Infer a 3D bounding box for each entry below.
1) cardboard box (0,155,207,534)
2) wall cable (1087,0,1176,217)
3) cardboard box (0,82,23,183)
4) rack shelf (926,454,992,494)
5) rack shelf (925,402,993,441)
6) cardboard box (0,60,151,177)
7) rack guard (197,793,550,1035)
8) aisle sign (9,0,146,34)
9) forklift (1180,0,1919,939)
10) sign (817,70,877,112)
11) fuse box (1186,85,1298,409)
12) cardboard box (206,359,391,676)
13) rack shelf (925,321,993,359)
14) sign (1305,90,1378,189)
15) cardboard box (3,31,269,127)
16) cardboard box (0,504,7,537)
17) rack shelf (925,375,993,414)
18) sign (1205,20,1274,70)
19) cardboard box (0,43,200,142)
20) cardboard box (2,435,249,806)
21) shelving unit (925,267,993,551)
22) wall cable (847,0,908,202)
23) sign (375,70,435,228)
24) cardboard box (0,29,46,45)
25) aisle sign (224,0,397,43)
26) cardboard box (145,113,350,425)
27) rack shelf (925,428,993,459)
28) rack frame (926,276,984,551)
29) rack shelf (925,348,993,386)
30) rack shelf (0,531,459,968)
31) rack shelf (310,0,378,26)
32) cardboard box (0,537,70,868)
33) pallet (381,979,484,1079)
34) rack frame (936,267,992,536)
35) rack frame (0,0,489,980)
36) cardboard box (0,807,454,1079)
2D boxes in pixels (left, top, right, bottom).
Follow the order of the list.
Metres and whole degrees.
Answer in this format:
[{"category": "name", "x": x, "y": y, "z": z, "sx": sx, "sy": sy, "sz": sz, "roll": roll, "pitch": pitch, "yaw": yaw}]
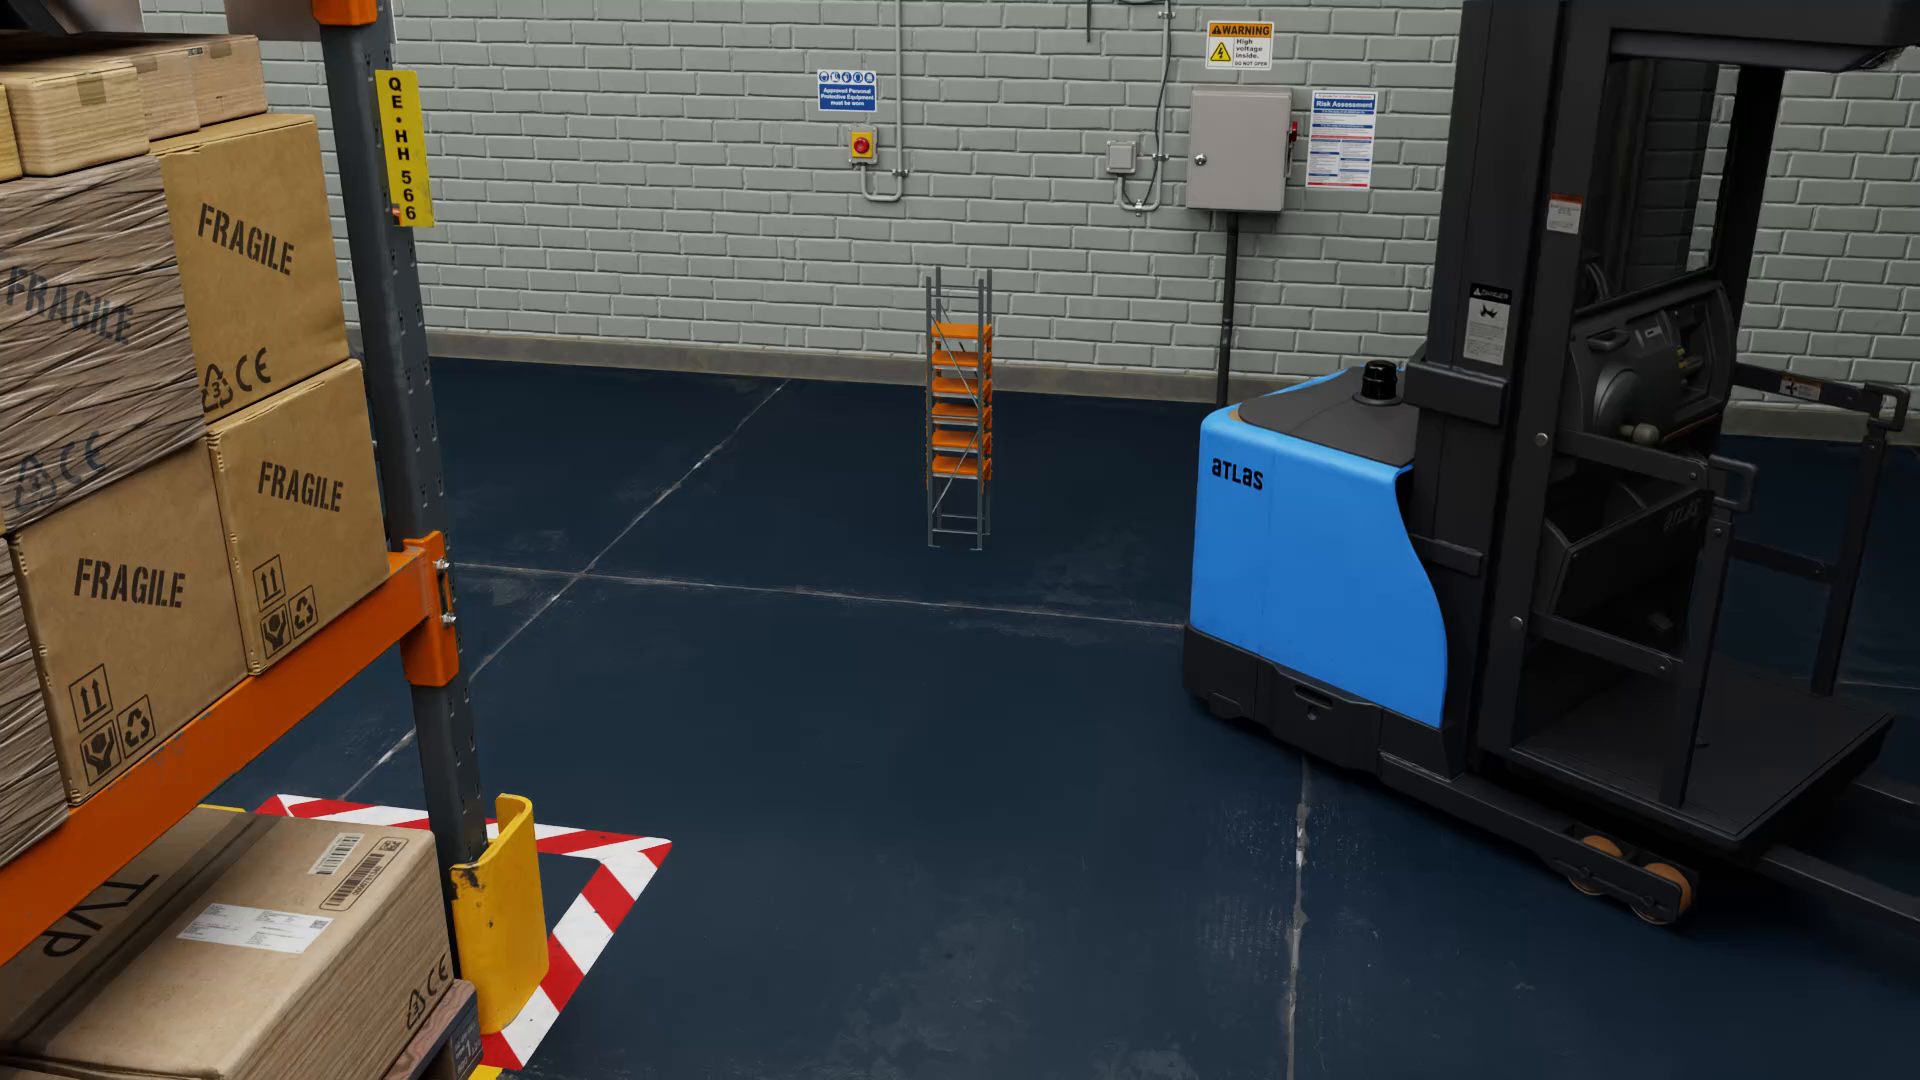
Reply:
[{"category": "cardboard box", "x": -1.650, "y": -0.349, "z": 2.732, "sx": 0.500, "sy": 0.500, "sz": 0.500, "roll": 5, "pitch": 22, "yaw": 11}, {"category": "wall cable", "x": 0.811, "y": -2.658, "z": 8.577, "sx": 0.588, "sy": 1.984, "sz": 0.122, "roll": 4, "pitch": 22, "yaw": 11}, {"category": "cardboard box", "x": -1.675, "y": -0.606, "z": 2.503, "sx": 0.380, "sy": 0.149, "sz": 0.250, "roll": 5, "pitch": 22, "yaw": 12}, {"category": "rack shelf", "x": -0.003, "y": -0.287, "z": 7.223, "sx": 0.258, "sy": 0.103, "sz": 0.180, "roll": 4, "pitch": 22, "yaw": 11}, {"category": "rack shelf", "x": -0.003, "y": -0.510, "z": 7.133, "sx": 0.258, "sy": 0.103, "sz": 0.180, "roll": 4, "pitch": 22, "yaw": 11}, {"category": "cardboard box", "x": -1.583, "y": -0.695, "z": 2.724, "sx": 0.380, "sy": 0.149, "sz": 0.250, "roll": 4, "pitch": 22, "yaw": 10}, {"category": "rack guard", "x": -1.702, "y": 0.924, "z": 4.389, "sx": 1.175, "sy": 0.500, "sz": 0.348, "roll": 4, "pitch": 22, "yaw": 11}, {"category": "aisle sign", "x": -1.976, "y": -1.481, "z": 3.535, "sx": 0.394, "sy": 0.787, "sz": 0.004, "roll": 4, "pitch": 22, "yaw": 11}, {"category": "forklift", "x": 2.142, "y": -0.498, "z": 4.667, "sx": 1.130, "sy": 2.935, "sz": 3.031, "roll": -19, "pitch": 29, "yaw": -39}, {"category": "sign", "x": -0.614, "y": -2.442, "z": 9.039, "sx": 0.327, "sy": 0.218, "sz": 0.001, "roll": 4, "pitch": 22, "yaw": 11}, {"category": "fuse box", "x": 1.447, "y": -1.479, "z": 8.736, "sx": 0.539, "sy": 1.711, "sz": 0.414, "roll": 4, "pitch": 22, "yaw": 11}, {"category": "cardboard box", "x": -1.547, "y": -0.076, "z": 3.393, "sx": 0.500, "sy": 0.500, "sz": 0.500, "roll": 5, "pitch": 22, "yaw": 11}, {"category": "rack shelf", "x": -0.003, "y": -0.844, "z": 6.998, "sx": 0.258, "sy": 0.103, "sz": 0.180, "roll": 4, "pitch": 22, "yaw": 11}, {"category": "sign", "x": 1.973, "y": -2.071, "z": 8.607, "sx": 0.329, "sy": 0.494, "sz": 0.001, "roll": 4, "pitch": 22, "yaw": 11}, {"category": "cardboard box", "x": -1.584, "y": -0.891, "z": 3.210, "sx": 0.380, "sy": 0.149, "sz": 0.250, "roll": 5, "pitch": 22, "yaw": 12}, {"category": "cardboard box", "x": -1.755, "y": -0.168, "z": 2.283, "sx": 0.500, "sy": 0.500, "sz": 0.500, "roll": 4, "pitch": 22, "yaw": 11}, {"category": "rack shelf", "x": -0.003, "y": -0.621, "z": 7.088, "sx": 0.258, "sy": 0.103, "sz": 0.180, "roll": 4, "pitch": 22, "yaw": 11}, {"category": "sign", "x": 1.435, "y": -2.540, "z": 8.539, "sx": 0.339, "sy": 0.242, "sz": 0.001, "roll": 4, "pitch": 22, "yaw": 11}, {"category": "cardboard box", "x": -1.613, "y": -0.796, "z": 2.975, "sx": 0.380, "sy": 0.149, "sz": 0.250, "roll": 5, "pitch": 22, "yaw": 12}, {"category": "cardboard box", "x": -1.664, "y": 0.106, "z": 2.940, "sx": 0.500, "sy": 0.500, "sz": 0.500, "roll": 4, "pitch": 22, "yaw": 10}, {"category": "shelving unit", "x": -0.003, "y": -0.551, "z": 7.116, "sx": 0.258, "sy": 1.200, "sz": 0.189, "roll": 4, "pitch": 22, "yaw": 11}, {"category": "wall cable", "x": -0.580, "y": -2.776, "z": 8.829, "sx": 0.585, "sy": 1.953, "sz": 0.123, "roll": 4, "pitch": 22, "yaw": 11}, {"category": "sign", "x": -1.179, "y": -0.827, "z": 3.524, "sx": 0.100, "sy": 0.325, "sz": 0.005, "roll": 4, "pitch": 22, "yaw": 11}, {"category": "cardboard box", "x": -2.051, "y": -0.929, "z": 3.304, "sx": 0.380, "sy": 0.149, "sz": 0.250, "roll": 5, "pitch": 22, "yaw": 12}, {"category": "aisle sign", "x": -1.389, "y": -1.435, "z": 3.421, "sx": 0.394, "sy": 0.787, "sz": 0.004, "roll": 4, "pitch": 22, "yaw": 11}, {"category": "cardboard box", "x": -1.573, "y": -0.542, "z": 3.212, "sx": 0.500, "sy": 0.500, "sz": 0.500, "roll": 5, "pitch": 23, "yaw": 13}, {"category": "rack shelf", "x": -0.003, "y": -0.399, "z": 7.178, "sx": 0.258, "sy": 0.103, "sz": 0.180, "roll": 4, "pitch": 22, "yaw": 11}, {"category": "rack frame", "x": -0.022, "y": -0.518, "z": 7.033, "sx": 0.240, "sy": 1.200, "sz": 0.006, "roll": 4, "pitch": 22, "yaw": 11}, {"category": "rack shelf", "x": -0.003, "y": -0.733, "z": 7.043, "sx": 0.258, "sy": 0.103, "sz": 0.180, "roll": 4, "pitch": 22, "yaw": 11}, {"category": "rack shelf", "x": -2.115, "y": 0.839, "z": 2.218, "sx": 1.077, "sy": 0.370, "sz": 4.000, "roll": 4, "pitch": 22, "yaw": 11}, {"category": "rack shelf", "x": -2.115, "y": -0.553, "z": 1.658, "sx": 1.077, "sy": 0.370, "sz": 4.000, "roll": 4, "pitch": 22, "yaw": 11}, {"category": "cardboard box", "x": -1.759, "y": 0.295, "z": 2.472, "sx": 0.500, "sy": 0.500, "sz": 0.500, "roll": 5, "pitch": 22, "yaw": 12}, {"category": "pallet", "x": -1.794, "y": 1.366, "z": 3.680, "sx": 1.003, "sy": 0.211, "sz": 1.213, "roll": 4, "pitch": 22, "yaw": 11}, {"category": "rack frame", "x": 0.016, "y": -0.585, "z": 7.199, "sx": 0.240, "sy": 1.200, "sz": 0.006, "roll": 4, "pitch": 22, "yaw": 11}, {"category": "rack frame", "x": -1.707, "y": -0.226, "z": 3.900, "sx": 1.000, "sy": 3.000, "sz": 0.127, "roll": 4, "pitch": 22, "yaw": 11}, {"category": "cardboard box", "x": -1.744, "y": 1.016, "z": 3.682, "sx": 0.875, "sy": 0.438, "sz": 0.875, "roll": 4, "pitch": 22, "yaw": 9}]
